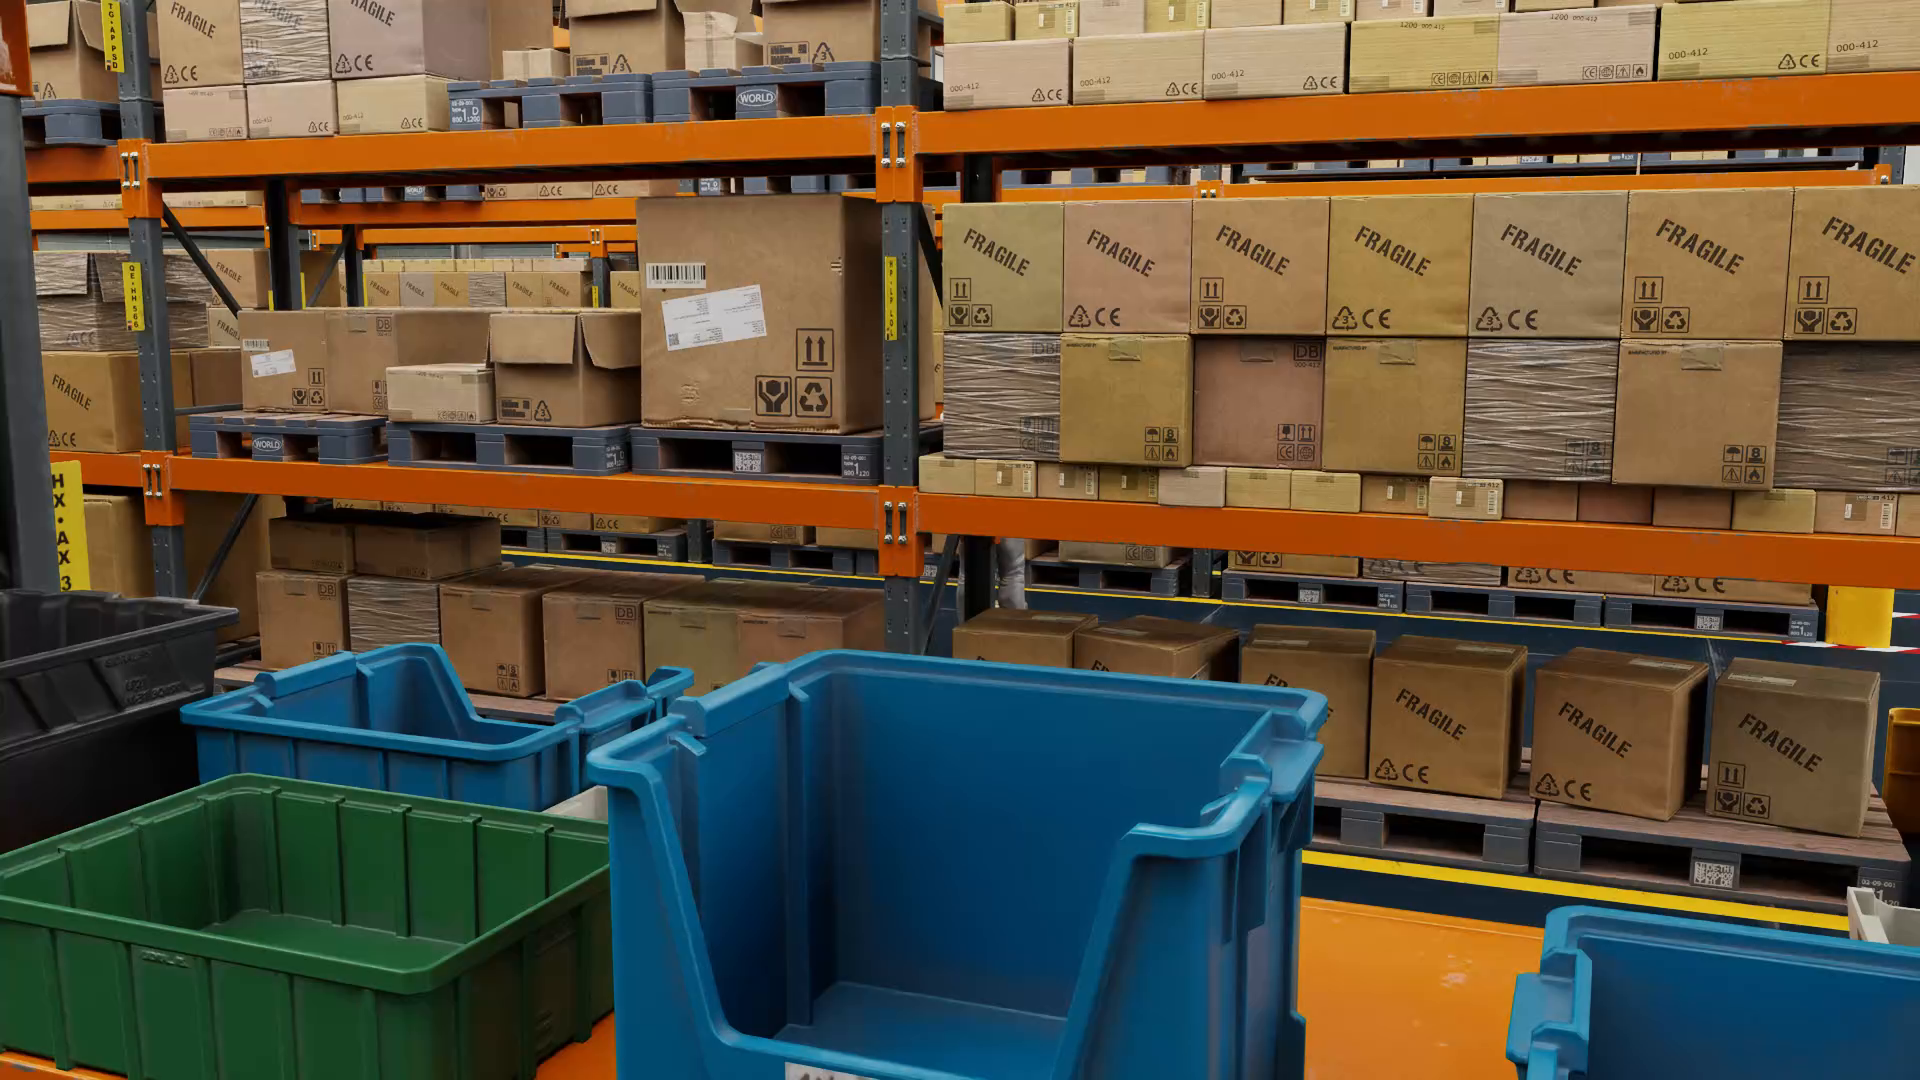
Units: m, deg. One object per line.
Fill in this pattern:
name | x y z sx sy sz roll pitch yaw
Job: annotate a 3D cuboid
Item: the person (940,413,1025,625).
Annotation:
person | 0.163 -0.202 9.617 0.636 1.761 0.454 3 9 18
